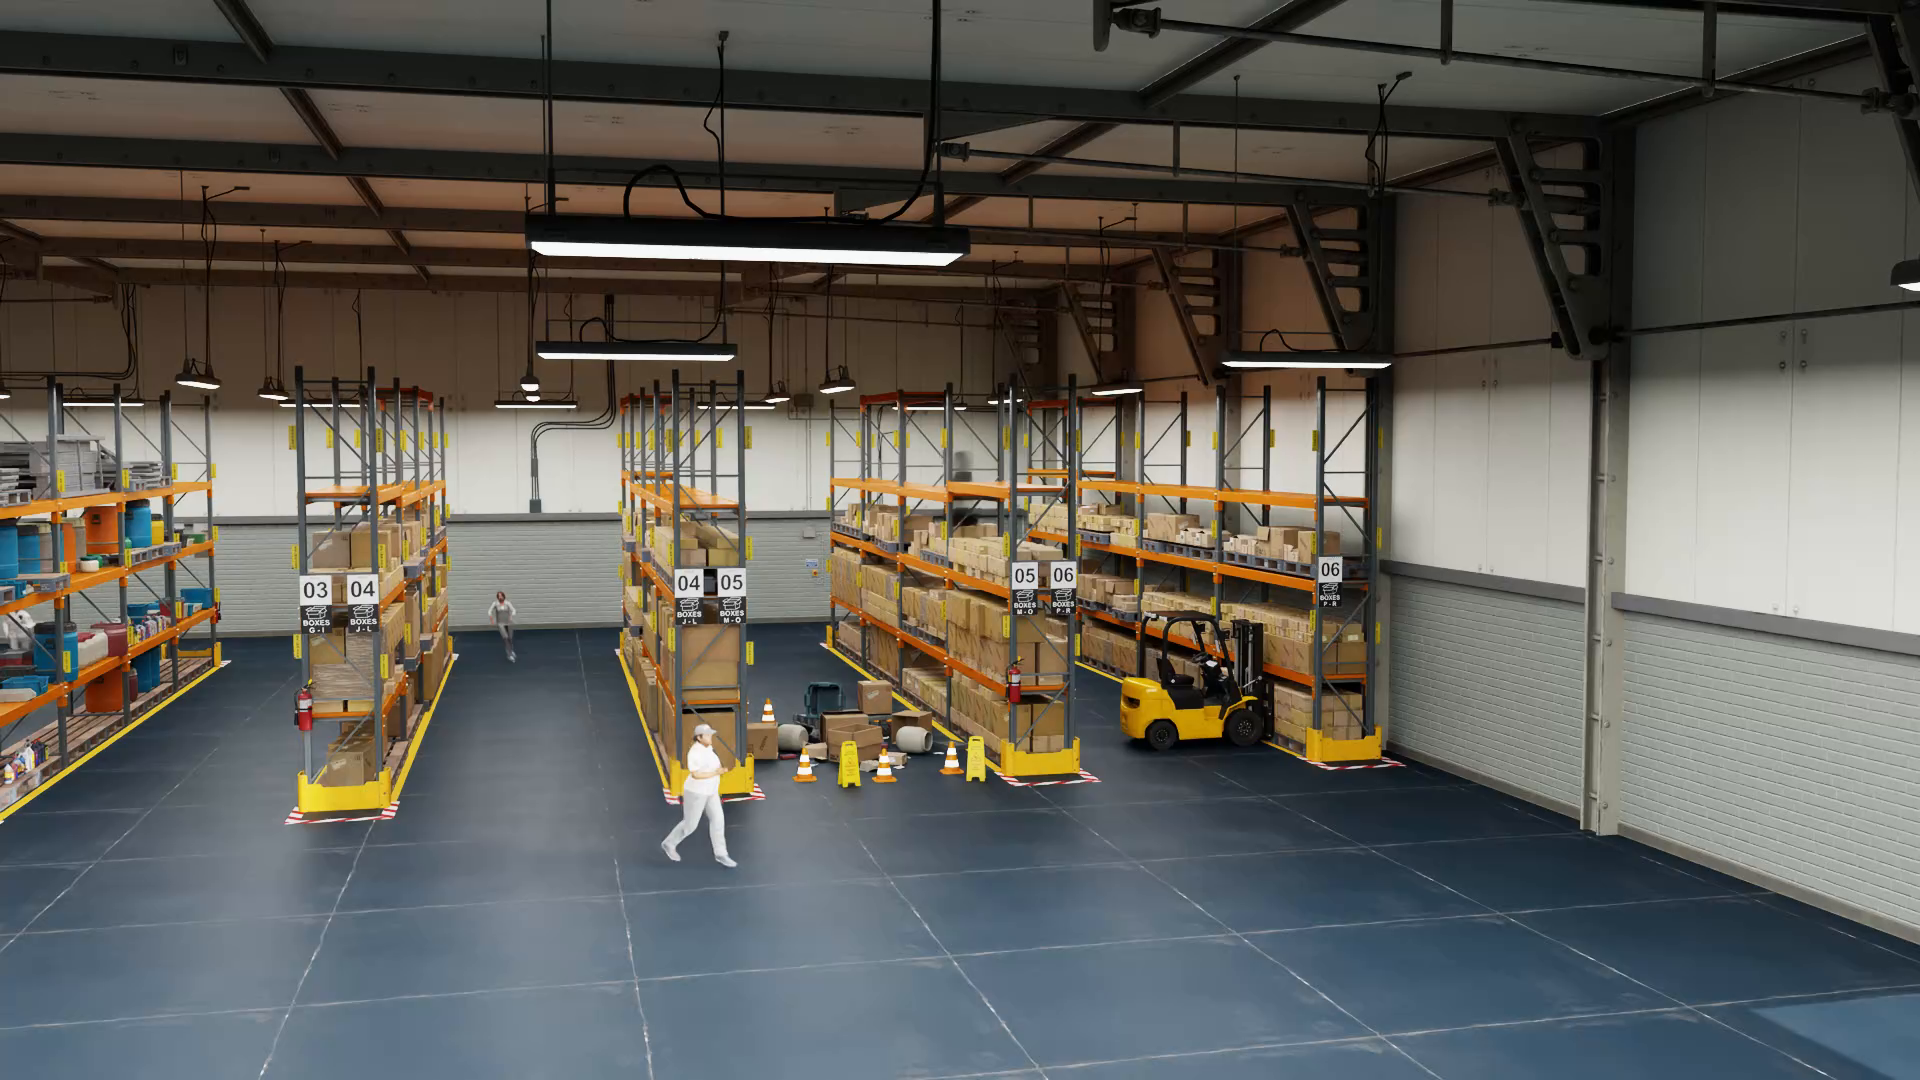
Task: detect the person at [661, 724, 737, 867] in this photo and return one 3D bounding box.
[{"bbox_3d":[-3.063,2.983,19.511,0.933,1.669,0.598,1,4,20],"label":"person"}]

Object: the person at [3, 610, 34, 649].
[{"bbox_3d":[-19.721,2.080,34.826,0.618,1.714,0.830,-1,4,-17],"label":"person"}]

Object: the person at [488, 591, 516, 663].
[{"bbox_3d":[-10.370,1.955,37.818,0.616,1.603,0.768,-2,4,-29],"label":"person"}]
